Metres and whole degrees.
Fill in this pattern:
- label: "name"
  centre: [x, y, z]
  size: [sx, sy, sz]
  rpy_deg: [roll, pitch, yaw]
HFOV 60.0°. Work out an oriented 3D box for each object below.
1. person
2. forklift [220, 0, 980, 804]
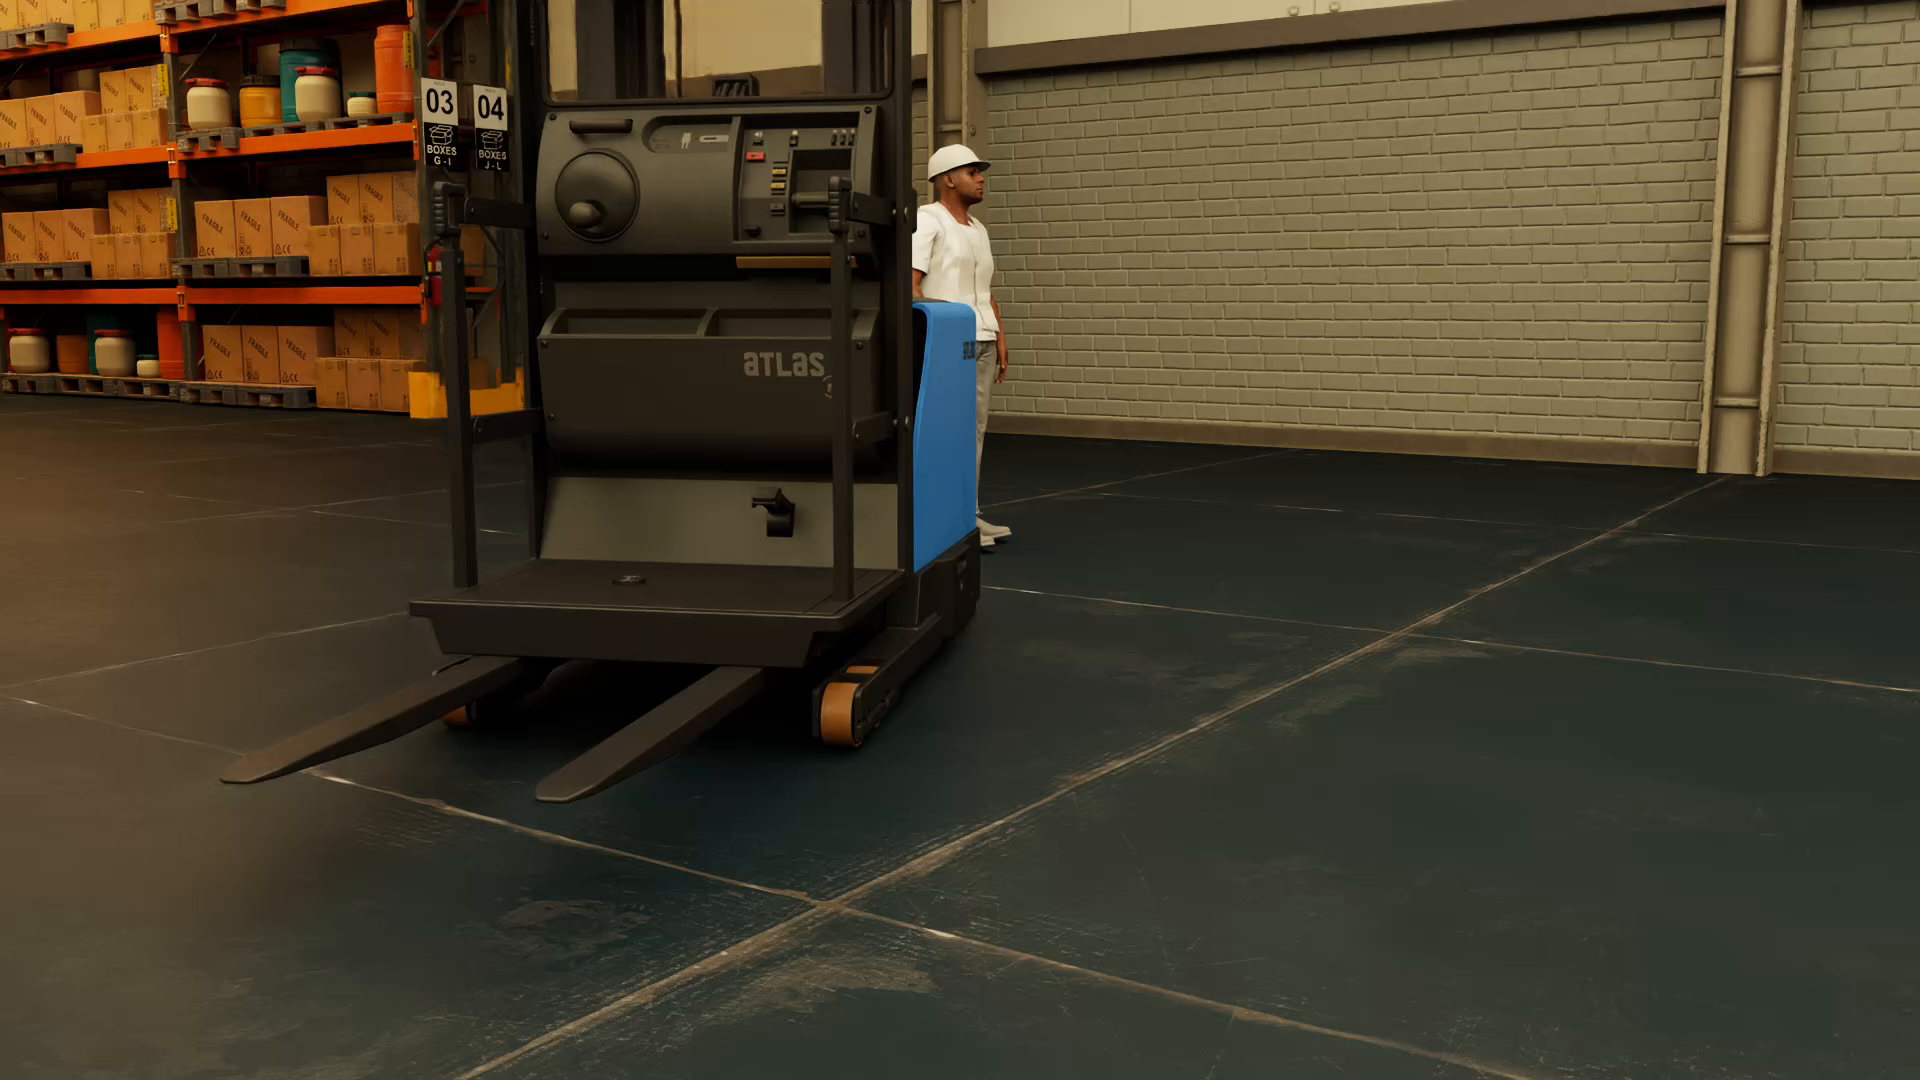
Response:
- label: "person"
  centre: [0.055, -0.875, 7.435]
  size: [0.575, 1.768, 0.666]
  rpy_deg: [5, 10, 34]
- label: "forklift"
  centre: [-0.717, -1.000, 4.223]
  size: [1.130, 2.935, 3.031]
  rpy_deg: [2, 8, 11]
